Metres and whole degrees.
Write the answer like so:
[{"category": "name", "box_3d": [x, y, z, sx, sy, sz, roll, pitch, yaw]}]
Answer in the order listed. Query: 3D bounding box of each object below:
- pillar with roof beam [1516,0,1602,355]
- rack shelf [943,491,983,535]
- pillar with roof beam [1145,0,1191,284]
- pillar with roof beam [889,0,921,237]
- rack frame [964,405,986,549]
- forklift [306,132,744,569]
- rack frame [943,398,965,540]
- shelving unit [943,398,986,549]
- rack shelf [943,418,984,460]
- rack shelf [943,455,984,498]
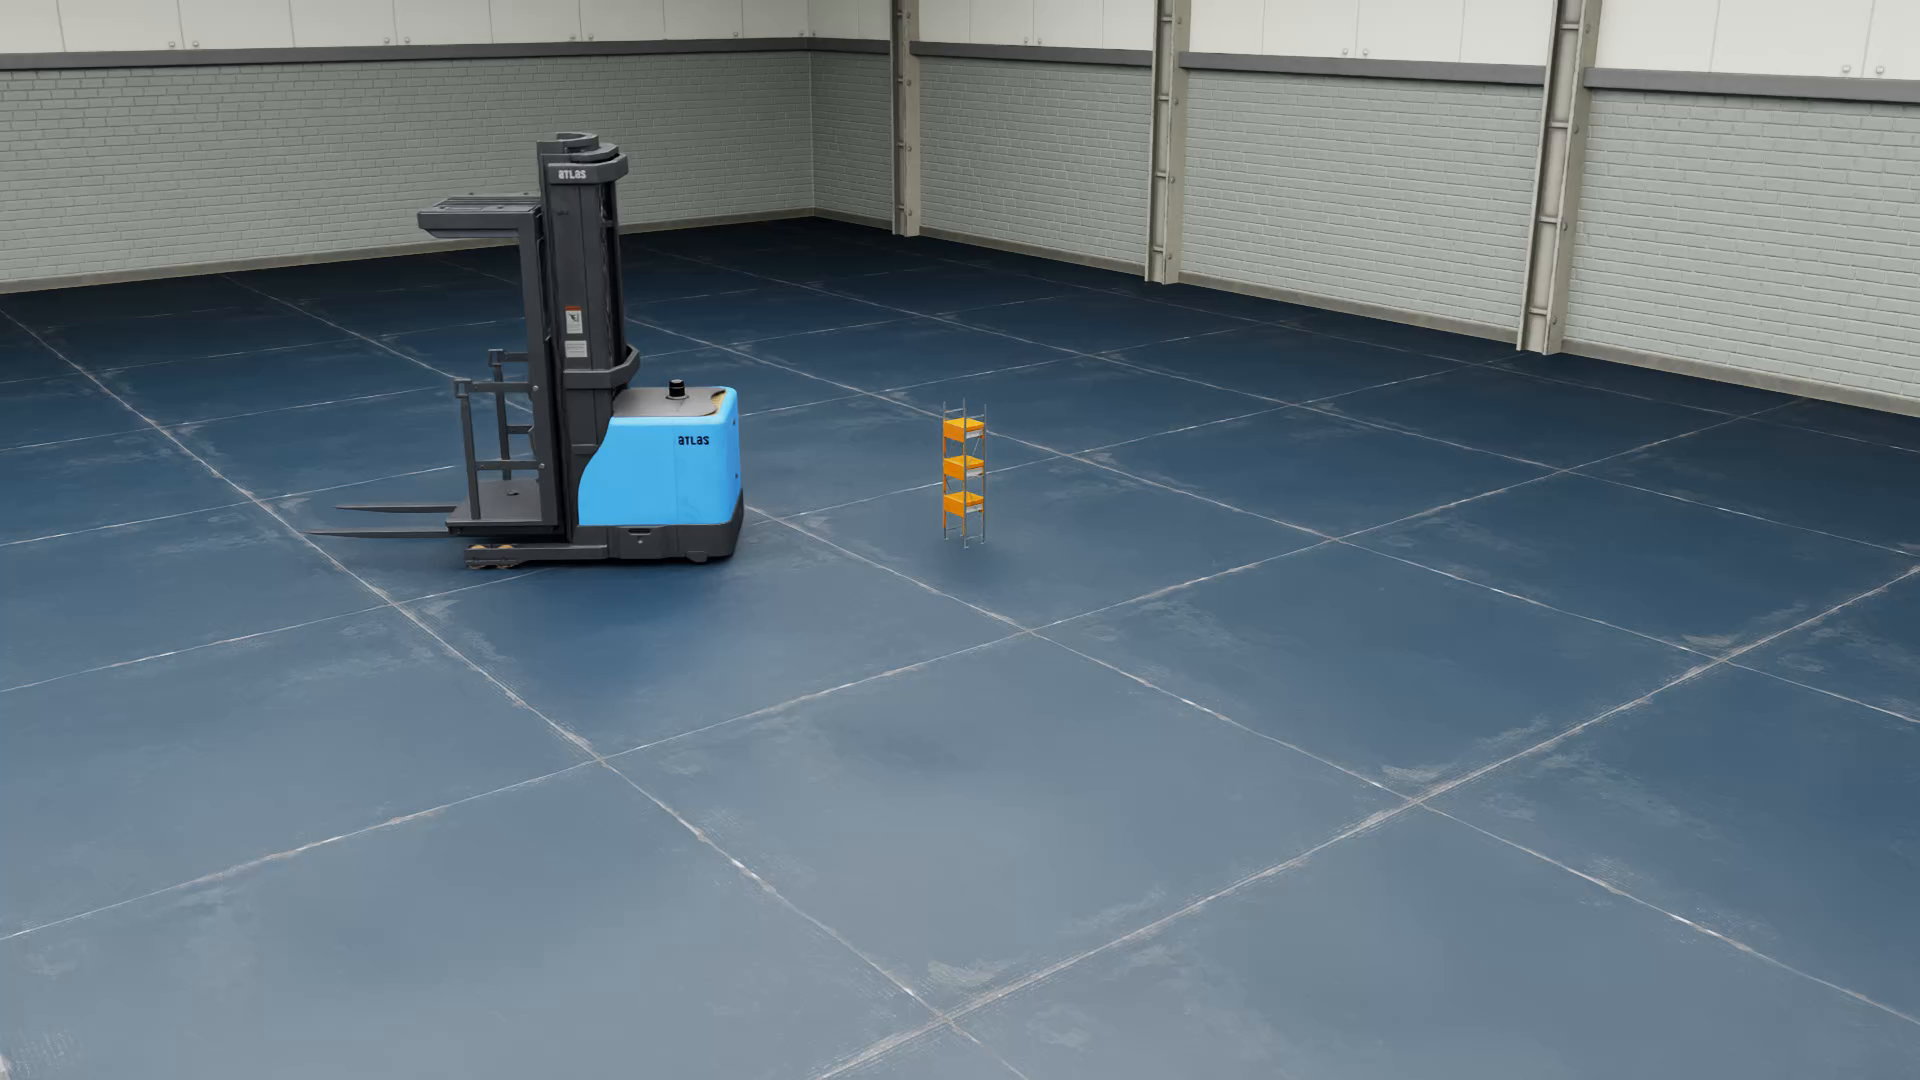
[{"category": "pillar with roof beam", "box_3d": [3.184, -5.577, 14.889, 9.100, 9.000, 0.400, -14, 23, -36]}, {"category": "rack shelf", "box_3d": [0.033, -0.211, 12.248, 0.215, 0.259, 0.240, -14, 23, -36]}, {"category": "pillar with roof beam", "box_3d": [-0.541, -7.055, 19.354, 9.100, 9.000, 0.400, -14, 23, -36]}, {"category": "pillar with roof beam", "box_3d": [-4.266, -8.534, 23.819, 9.100, 9.000, 0.400, -14, 23, -36]}, {"category": "rack frame", "box_3d": [0.109, -0.455, 12.067, 0.200, 1.050, 0.008, -14, 23, -36]}, {"category": "forklift", "box_3d": [-3.145, -1.355, 11.792, 3.031, 2.935, 1.130, -1, 18, -2]}, {"category": "rack frame", "box_3d": [-0.043, -0.515, 12.248, 0.200, 1.050, 0.008, -14, 23, -36]}, {"category": "shelving unit", "box_3d": [0.033, -0.485, 12.158, 0.215, 1.050, 0.252, -14, 23, -36]}, {"category": "rack shelf", "box_3d": [0.033, -0.745, 12.072, 0.215, 0.259, 0.240, -14, 23, -36]}, {"category": "rack shelf", "box_3d": [0.033, -0.475, 12.161, 0.215, 0.259, 0.240, -14, 23, -36]}]
